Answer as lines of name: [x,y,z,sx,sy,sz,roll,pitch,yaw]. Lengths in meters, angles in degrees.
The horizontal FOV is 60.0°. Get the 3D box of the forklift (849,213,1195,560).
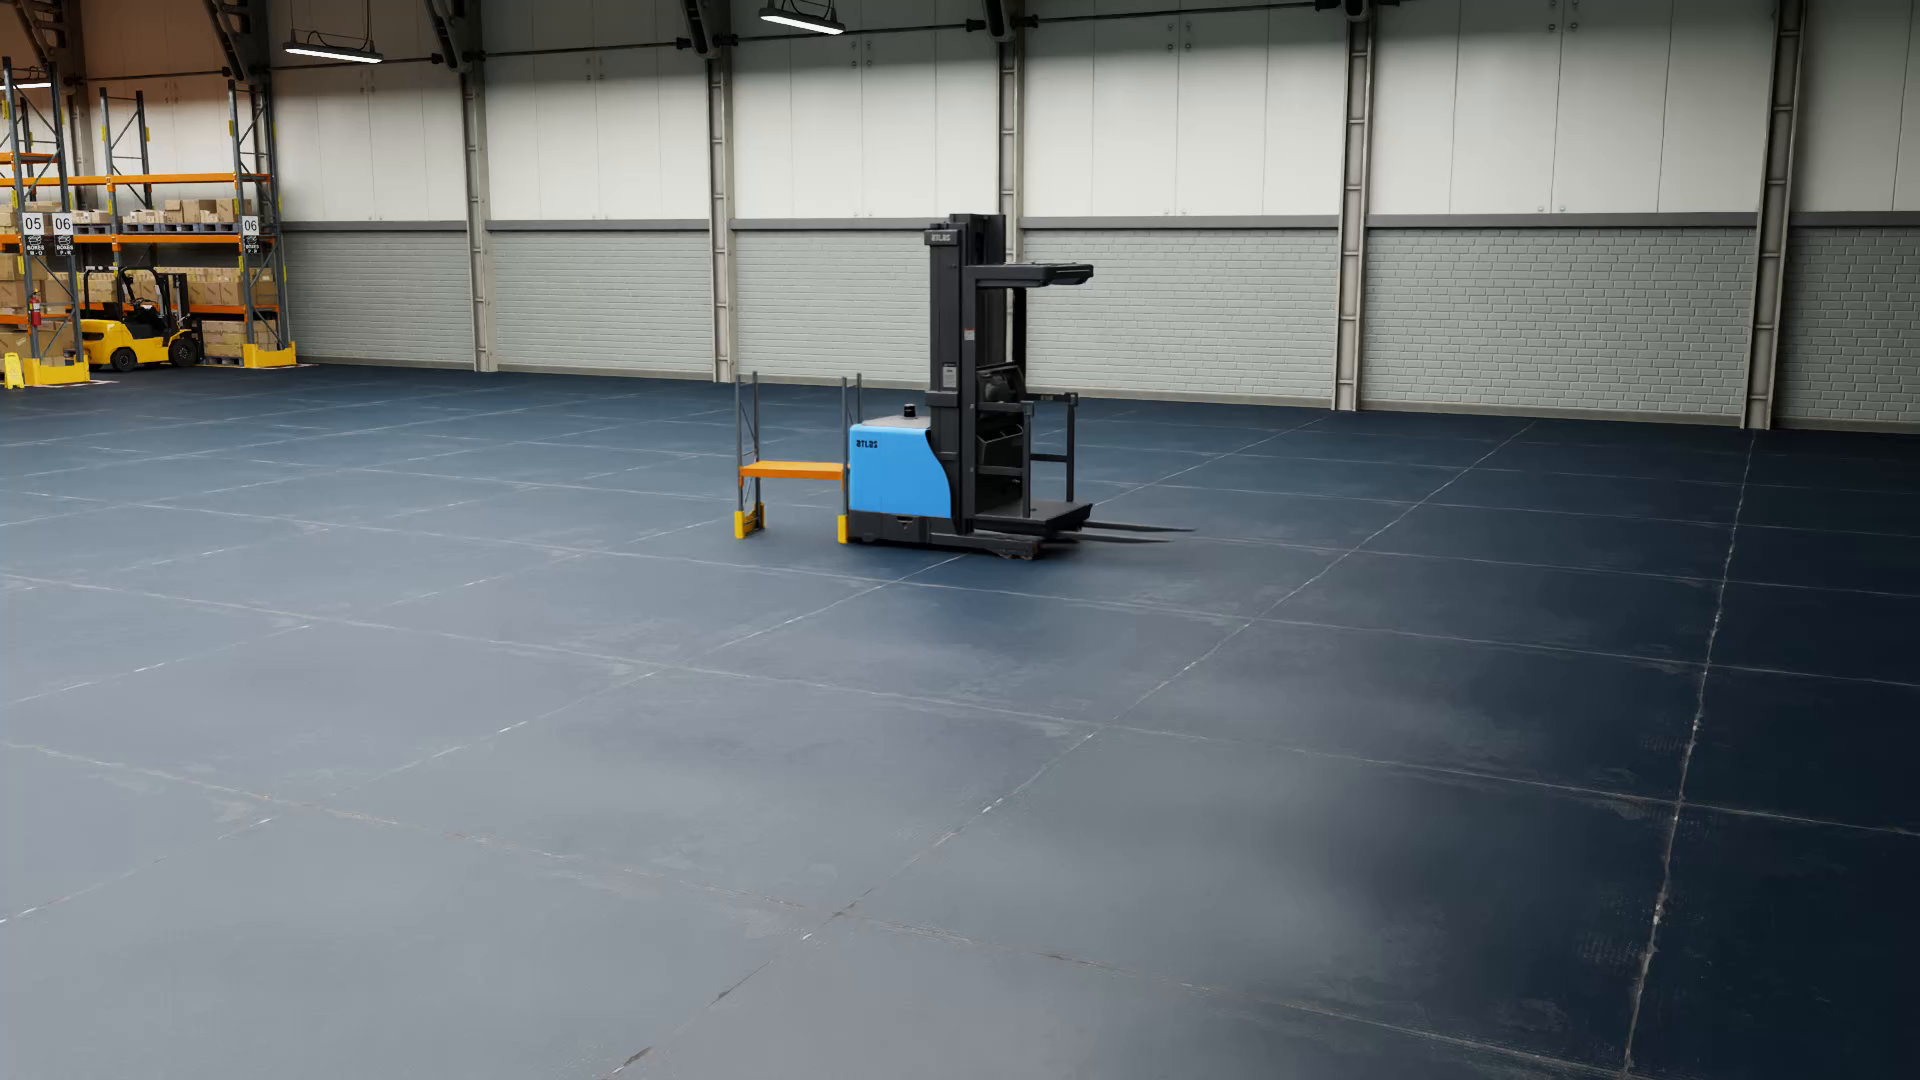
forklift: [0.548,-1.378,14.633,3.031,2.935,1.130,5,11,25]

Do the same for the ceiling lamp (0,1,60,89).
ceiling lamp: [-19.488,-11.058,34.691,2.000,3.185,0.800,5,11,26]

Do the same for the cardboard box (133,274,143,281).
cardboard box: [-18.237,-5.877,37.196,0.250,0.149,0.380,5,12,27]

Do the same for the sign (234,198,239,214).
sign: [-15.305,-7.068,35.192,0.005,0.325,0.100,5,11,26]

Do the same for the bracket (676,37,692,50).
bracket: [-5.046,-9.233,30.890,0.430,0.232,0.235,5,11,26]

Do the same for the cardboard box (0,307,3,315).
cardboard box: [-18.172,-4.385,31.761,0.250,0.149,0.380,5,11,25]

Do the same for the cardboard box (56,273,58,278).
cardboard box: [-20.633,-6.102,38.441,0.250,0.149,0.380,5,11,26]

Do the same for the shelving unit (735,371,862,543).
shelving unit: [-1.488,-0.784,15.372,1.083,1.500,0.587,2,11,13]

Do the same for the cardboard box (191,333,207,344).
cardboard box: [-16.544,-4.447,36.537,0.500,0.250,0.500,5,11,25]

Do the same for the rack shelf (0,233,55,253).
rack shelf: [-19.039,-5.767,32.289,4.000,0.370,1.077,5,11,26]

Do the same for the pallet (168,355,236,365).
pallet: [-16.847,-4.058,37.080,1.213,0.211,1.003,5,11,26]

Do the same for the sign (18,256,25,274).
sign: [-17.509,-5.126,31.009,0.005,0.325,0.100,5,11,26]

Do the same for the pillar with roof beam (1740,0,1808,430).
pillar with roof beam: [9.721,-5.380,19.707,0.400,9.000,9.100,5,11,26]

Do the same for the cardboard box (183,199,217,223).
cardboard box: [-16.431,-7.154,36.193,0.500,0.500,0.700,5,11,26]

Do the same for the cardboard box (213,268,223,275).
cardboard box: [-15.948,-5.821,36.050,0.250,0.149,0.380,5,12,27]

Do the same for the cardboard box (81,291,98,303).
cardboard box: [-19.661,-5.558,37.961,0.500,0.250,0.500,5,11,25]

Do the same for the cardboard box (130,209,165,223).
cardboard box: [-18.001,-7.179,36.862,0.500,0.311,0.500,5,12,27]

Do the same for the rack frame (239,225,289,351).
rack frame: [-15.052,-5.280,36.003,0.127,3.000,1.000,5,11,26]

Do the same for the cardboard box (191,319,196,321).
cardboard box: [-16.972,-4.731,36.703,0.500,0.250,0.500,5,11,25]

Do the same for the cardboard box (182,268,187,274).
cardboard box: [-16.845,-5.910,36.543,0.250,0.149,0.380,5,11,27]

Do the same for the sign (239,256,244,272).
sign: [-15.305,-5.881,35.406,0.005,0.325,0.100,5,11,26]

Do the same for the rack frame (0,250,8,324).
rack frame: [-22.227,-5.911,39.487,0.127,3.000,1.000,5,11,26]

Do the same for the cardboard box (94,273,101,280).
cardboard box: [-19.480,-6.001,37.881,0.250,0.149,0.380,5,11,26]

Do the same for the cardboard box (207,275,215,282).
cardboard box: [-16.152,-5.698,36.210,0.250,0.149,0.380,5,11,25]

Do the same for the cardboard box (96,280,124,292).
cardboard box: [-19.193,-5.766,37.702,0.500,0.250,0.500,5,11,25]

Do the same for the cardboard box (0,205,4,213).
cardboard box: [-17.894,-6.238,31.339,0.250,0.149,0.380,5,12,27]

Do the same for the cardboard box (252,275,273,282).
cardboard box: [-15.242,-5.717,36.313,0.250,0.149,0.380,5,11,24]

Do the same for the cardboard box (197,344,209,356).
cardboard box: [-16.500,-4.202,36.587,0.500,0.250,0.500,5,11,26]

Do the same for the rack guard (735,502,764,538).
rack guard: [-1.972,-0.190,15.598,0.087,0.250,0.587,2,11,13]

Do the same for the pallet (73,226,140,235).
pallet: [-19.436,-7.045,37.868,1.217,0.209,0.805,5,11,24]

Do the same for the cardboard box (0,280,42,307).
cardboard box: [-17.854,-4.682,31.579,0.500,0.500,0.500,5,11,25]

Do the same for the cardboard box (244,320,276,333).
cardboard box: [-15.400,-4.694,36.498,0.500,0.250,0.500,5,11,25]

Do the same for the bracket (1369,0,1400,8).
bracket: [6.460,-8.222,25.304,0.430,0.232,0.235,5,11,26]

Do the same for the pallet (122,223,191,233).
pallet: [-17.863,-6.965,37.137,1.213,0.211,1.003,5,11,26]

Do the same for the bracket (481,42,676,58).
bracket: [-7.356,-9.436,32.012,4.783,0.066,0.076,5,11,26]

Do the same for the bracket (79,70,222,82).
bracket: [-18.118,-10.382,37.236,4.783,0.066,0.076,5,11,26]

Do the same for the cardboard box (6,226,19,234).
cardboard box: [-17.689,-5.823,31.285,0.250,0.149,0.380,5,11,26]

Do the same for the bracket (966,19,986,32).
bracket: [0.335,-8.760,28.277,0.430,0.232,0.235,5,11,26]

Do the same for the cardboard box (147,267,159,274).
cardboard box: [-17.792,-5.976,36.911,0.250,0.149,0.380,5,12,27]

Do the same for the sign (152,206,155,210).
sign: [-18.395,-7.454,37.915,0.005,0.325,0.100,5,11,26]

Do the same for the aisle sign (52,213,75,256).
aisle sign: [-17.053,-5.811,31.637,0.004,0.787,0.394,5,11,26]

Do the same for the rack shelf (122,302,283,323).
rack shelf: [-16.846,-5.084,36.938,4.000,0.370,1.077,5,11,26]

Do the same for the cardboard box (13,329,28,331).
cardboard box: [-18.339,-3.860,32.591,0.500,0.500,0.500,5,11,24]

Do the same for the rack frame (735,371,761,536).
rack frame: [-1.973,-0.805,15.487,0.032,1.500,0.500,2,11,13]

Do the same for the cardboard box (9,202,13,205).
cardboard box: [-21.685,-7.596,38.634,0.500,0.500,0.500,5,11,26]

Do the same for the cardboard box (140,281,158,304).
cardboard box: [-17.883,-5.530,37.100,0.500,0.500,0.500,5,12,27]

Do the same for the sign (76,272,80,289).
sign: [-17.005,-5.000,32.023,0.005,0.325,0.100,5,11,26]

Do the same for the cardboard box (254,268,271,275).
cardboard box: [-15.259,-5.856,36.245,0.250,0.149,0.380,5,11,25]

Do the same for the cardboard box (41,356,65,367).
cardboard box: [-17.846,-3.449,32.424,0.500,0.250,0.500,5,11,25]

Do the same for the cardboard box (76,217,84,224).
cardboard box: [-19.760,-7.242,37.665,0.250,0.149,0.380,5,11,26]

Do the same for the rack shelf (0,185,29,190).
rack shelf: [-24.020,-8.470,39.923,4.000,0.370,1.077,5,11,26]

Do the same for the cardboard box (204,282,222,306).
cardboard box: [-16.071,-5.369,36.211,0.500,0.500,0.500,5,12,28]
